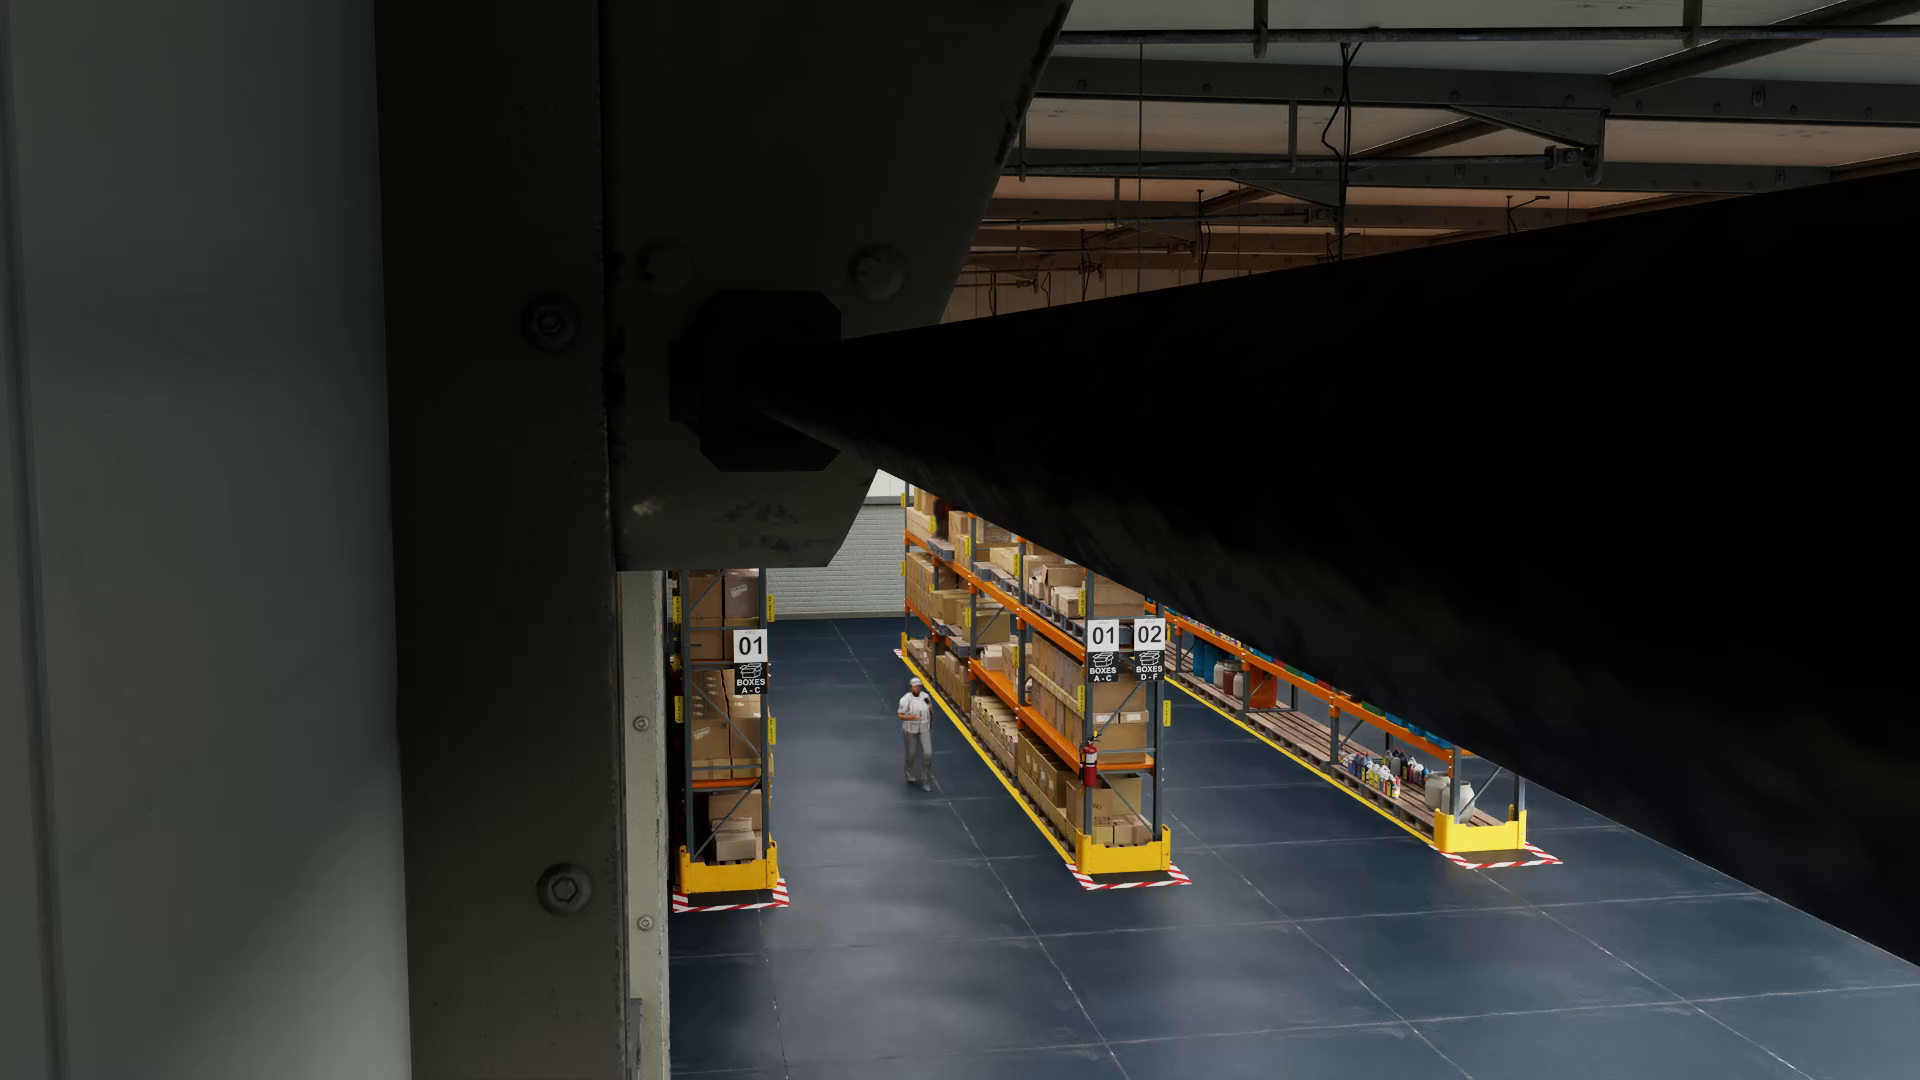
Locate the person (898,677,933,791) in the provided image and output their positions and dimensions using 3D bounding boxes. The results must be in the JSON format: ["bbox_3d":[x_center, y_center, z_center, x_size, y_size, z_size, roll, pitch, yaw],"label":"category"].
[{"bbox_3d":[-0.662,2.920,25.091,0.583,1.725,0.746,-2,6,-16],"label":"person"}]
